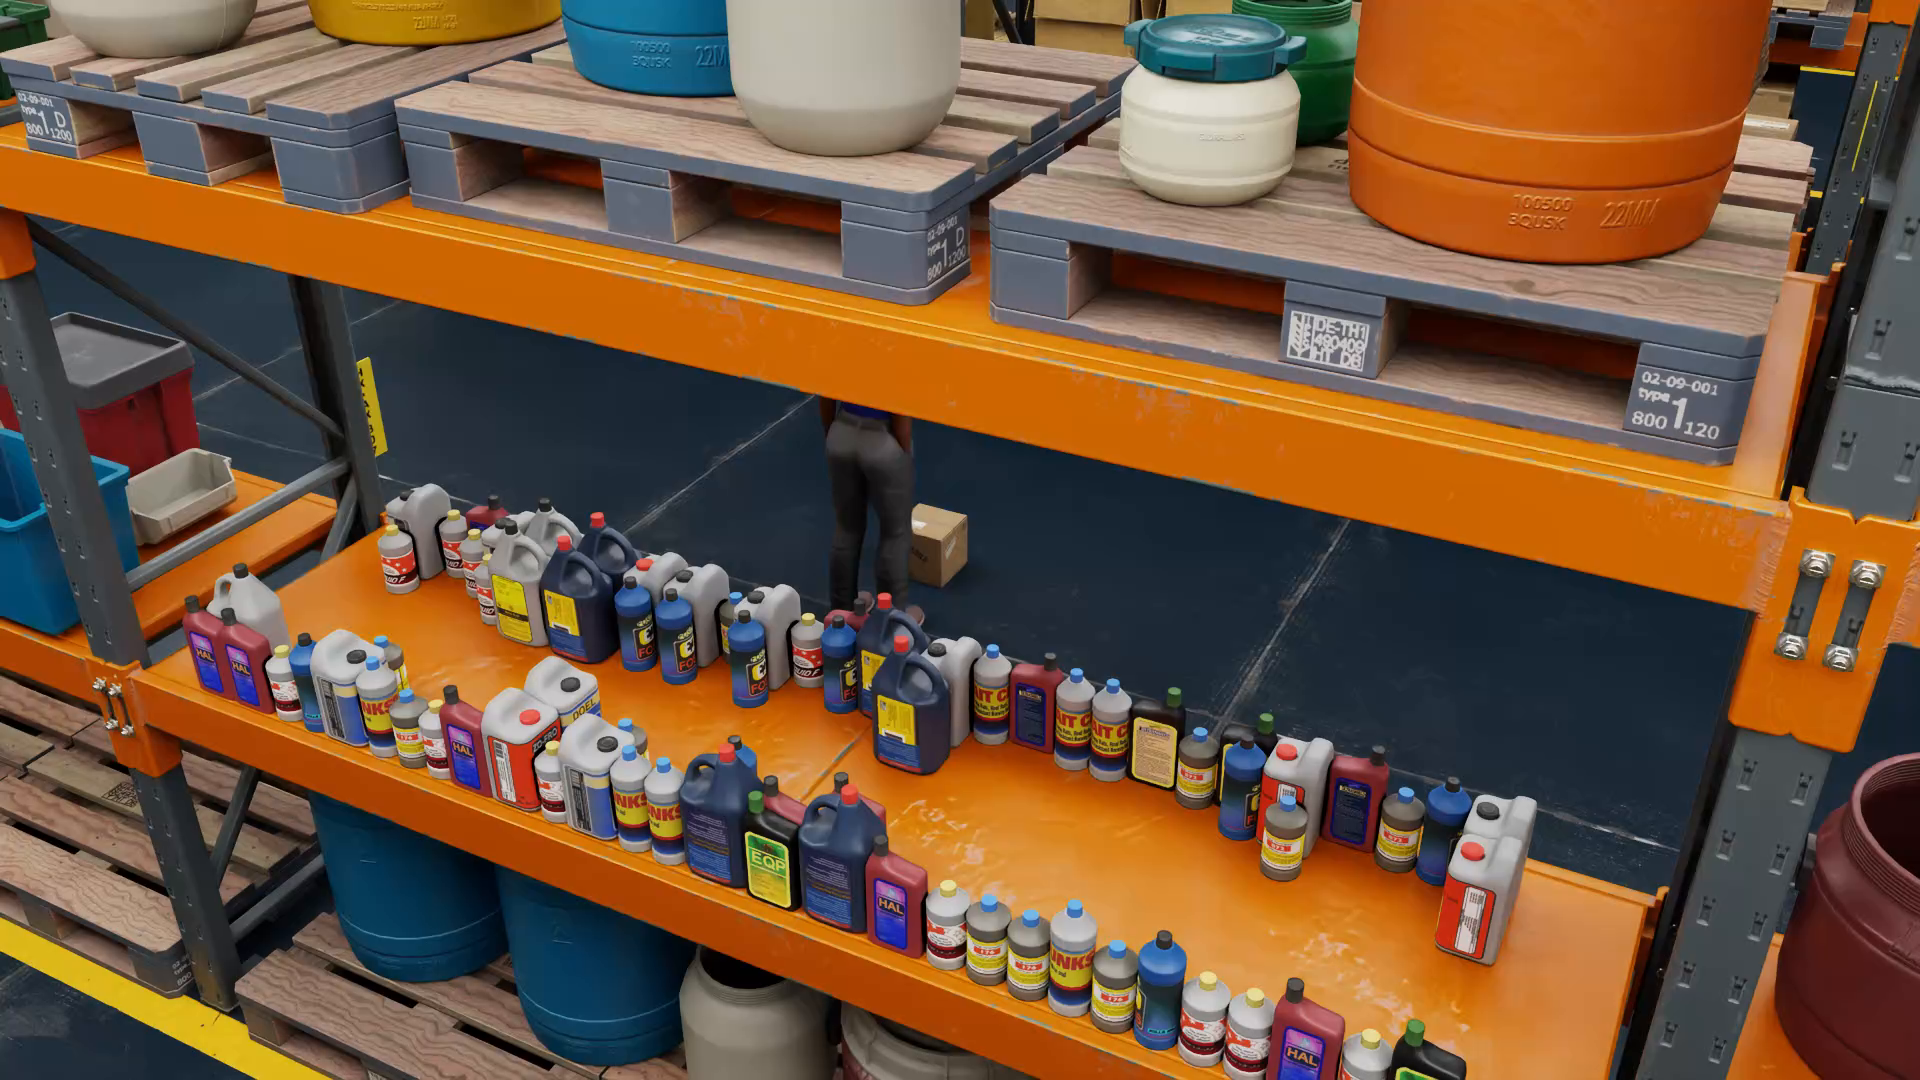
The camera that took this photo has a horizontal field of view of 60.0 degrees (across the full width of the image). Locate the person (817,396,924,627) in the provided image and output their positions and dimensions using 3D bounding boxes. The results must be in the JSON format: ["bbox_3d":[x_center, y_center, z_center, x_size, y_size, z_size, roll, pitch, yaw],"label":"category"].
[{"bbox_3d":[-0.376,-0.360,6.757,0.435,1.658,0.305,15,34,24],"label":"person"}]
